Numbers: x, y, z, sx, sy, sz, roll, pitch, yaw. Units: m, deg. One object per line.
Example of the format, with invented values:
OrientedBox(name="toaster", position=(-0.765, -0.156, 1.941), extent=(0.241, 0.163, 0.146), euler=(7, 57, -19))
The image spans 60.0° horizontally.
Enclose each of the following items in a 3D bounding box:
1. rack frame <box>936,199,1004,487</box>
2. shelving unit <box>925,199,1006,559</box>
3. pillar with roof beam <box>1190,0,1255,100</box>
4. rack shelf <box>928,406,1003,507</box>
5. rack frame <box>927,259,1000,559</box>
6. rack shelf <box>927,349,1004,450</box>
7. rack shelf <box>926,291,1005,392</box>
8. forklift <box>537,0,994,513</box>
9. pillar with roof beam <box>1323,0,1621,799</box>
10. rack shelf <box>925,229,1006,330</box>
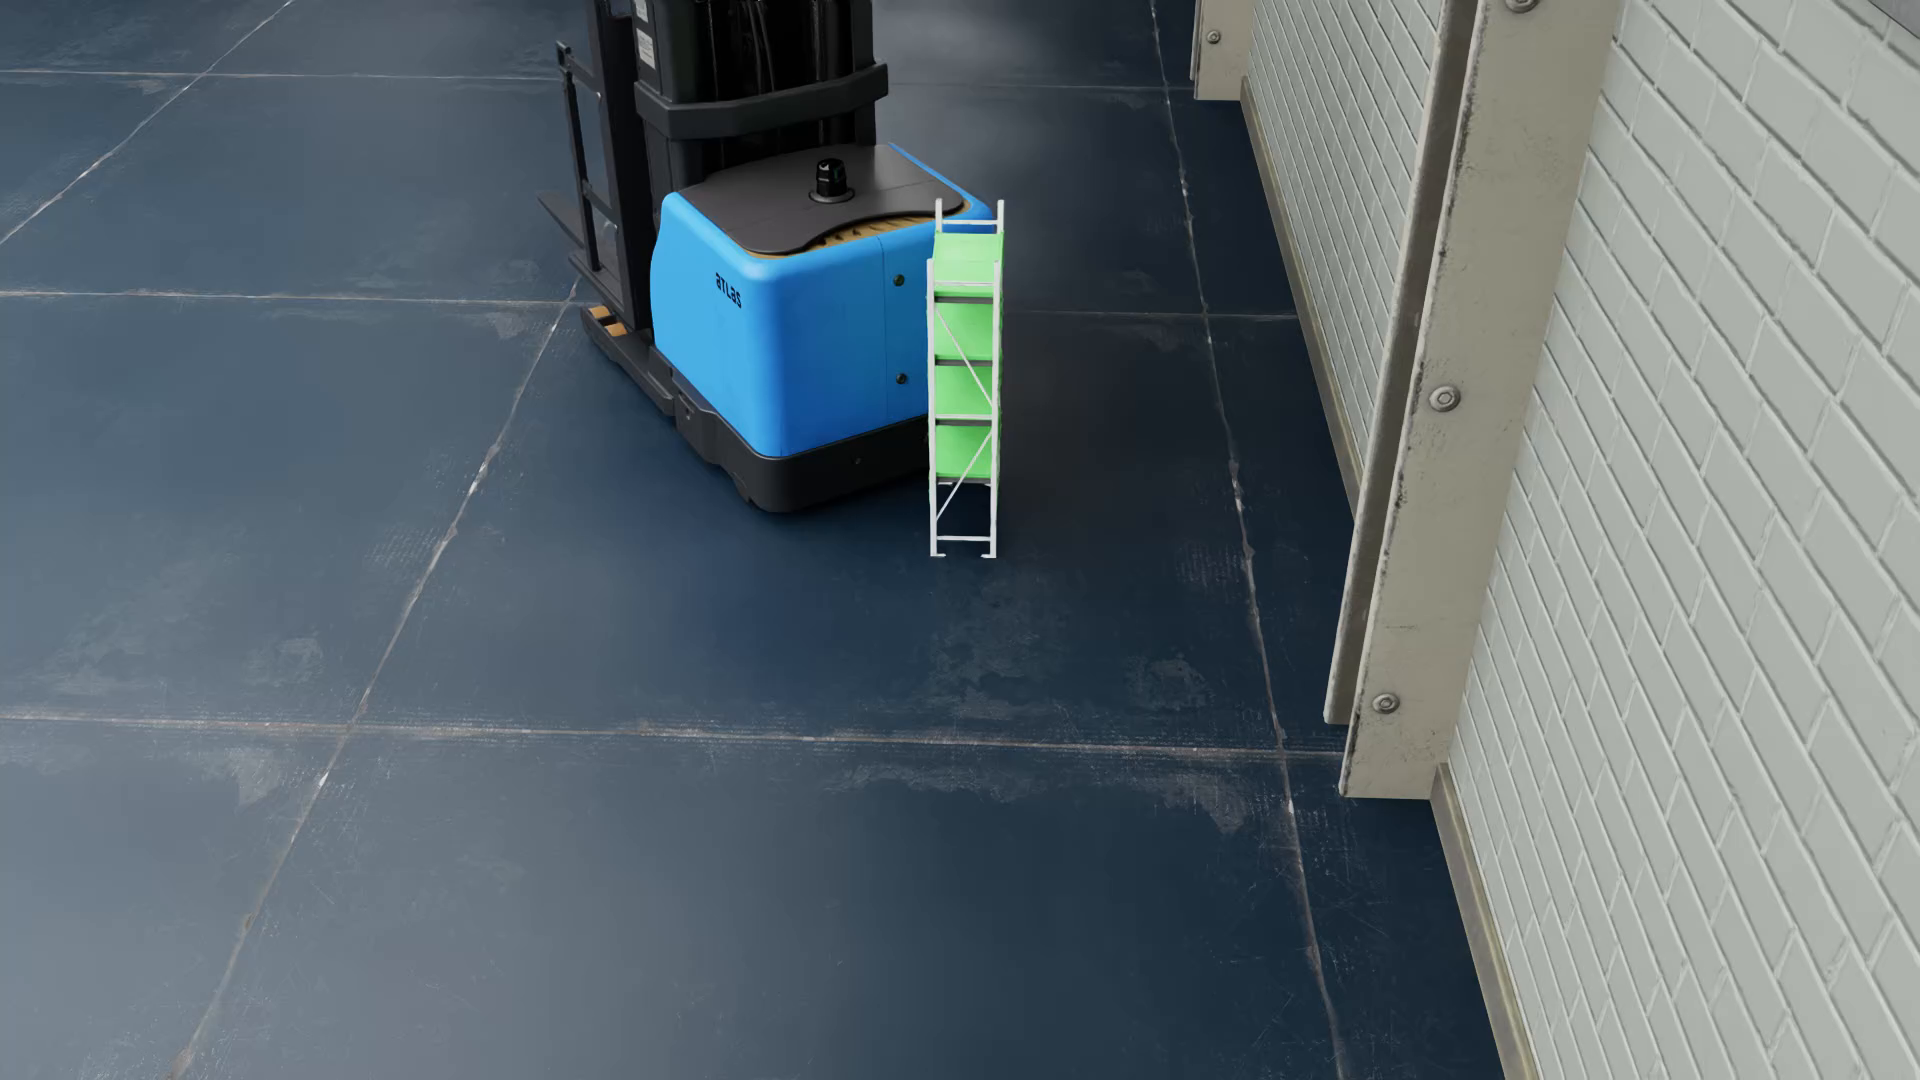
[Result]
OrientedBox(name="rack frame", position=(0.035, -0.709, 6.215), extent=(0.240, 1.200, 0.015), euler=(1, 35, 2))
OrientedBox(name="shelving unit", position=(0.024, -0.569, 6.015), extent=(0.258, 1.200, 0.503), euler=(1, 35, 2))
OrientedBox(name="pillar with roof beam", position=(-2.725, -6.548, 7.741), extent=(9.100, 9.000, 0.400), euler=(1, 35, 2))
OrientedBox(name="rack shelf", position=(0.024, -0.320, 6.190), extent=(0.258, 0.148, 0.480), euler=(1, 35, 2))
OrientedBox(name="rack frame", position=(0.013, -0.428, 5.816), extent=(0.240, 1.200, 0.015), euler=(1, 35, 2))
OrientedBox(name="rack shelf", position=(0.024, -0.516, 6.052), extent=(0.258, 0.148, 0.480), euler=(1, 35, 2))
OrientedBox(name="rack shelf", position=(0.024, -0.713, 5.914), extent=(0.258, 0.148, 0.480), euler=(1, 35, 2))
OrientedBox(name="forklift", position=(-1.052, -2.119, 6.716), extent=(1.130, 2.935, 3.031), euler=(-19, 39, -25))
OrientedBox(name="pillar with roof beam", position=(-2.966, -3.101, 2.836), extent=(9.100, 9.000, 0.400), euler=(1, 35, 2))
OrientedBox(name="rack shelf", position=(0.024, -0.909, 5.776), extent=(0.258, 0.148, 0.480), euler=(1, 35, 2))
